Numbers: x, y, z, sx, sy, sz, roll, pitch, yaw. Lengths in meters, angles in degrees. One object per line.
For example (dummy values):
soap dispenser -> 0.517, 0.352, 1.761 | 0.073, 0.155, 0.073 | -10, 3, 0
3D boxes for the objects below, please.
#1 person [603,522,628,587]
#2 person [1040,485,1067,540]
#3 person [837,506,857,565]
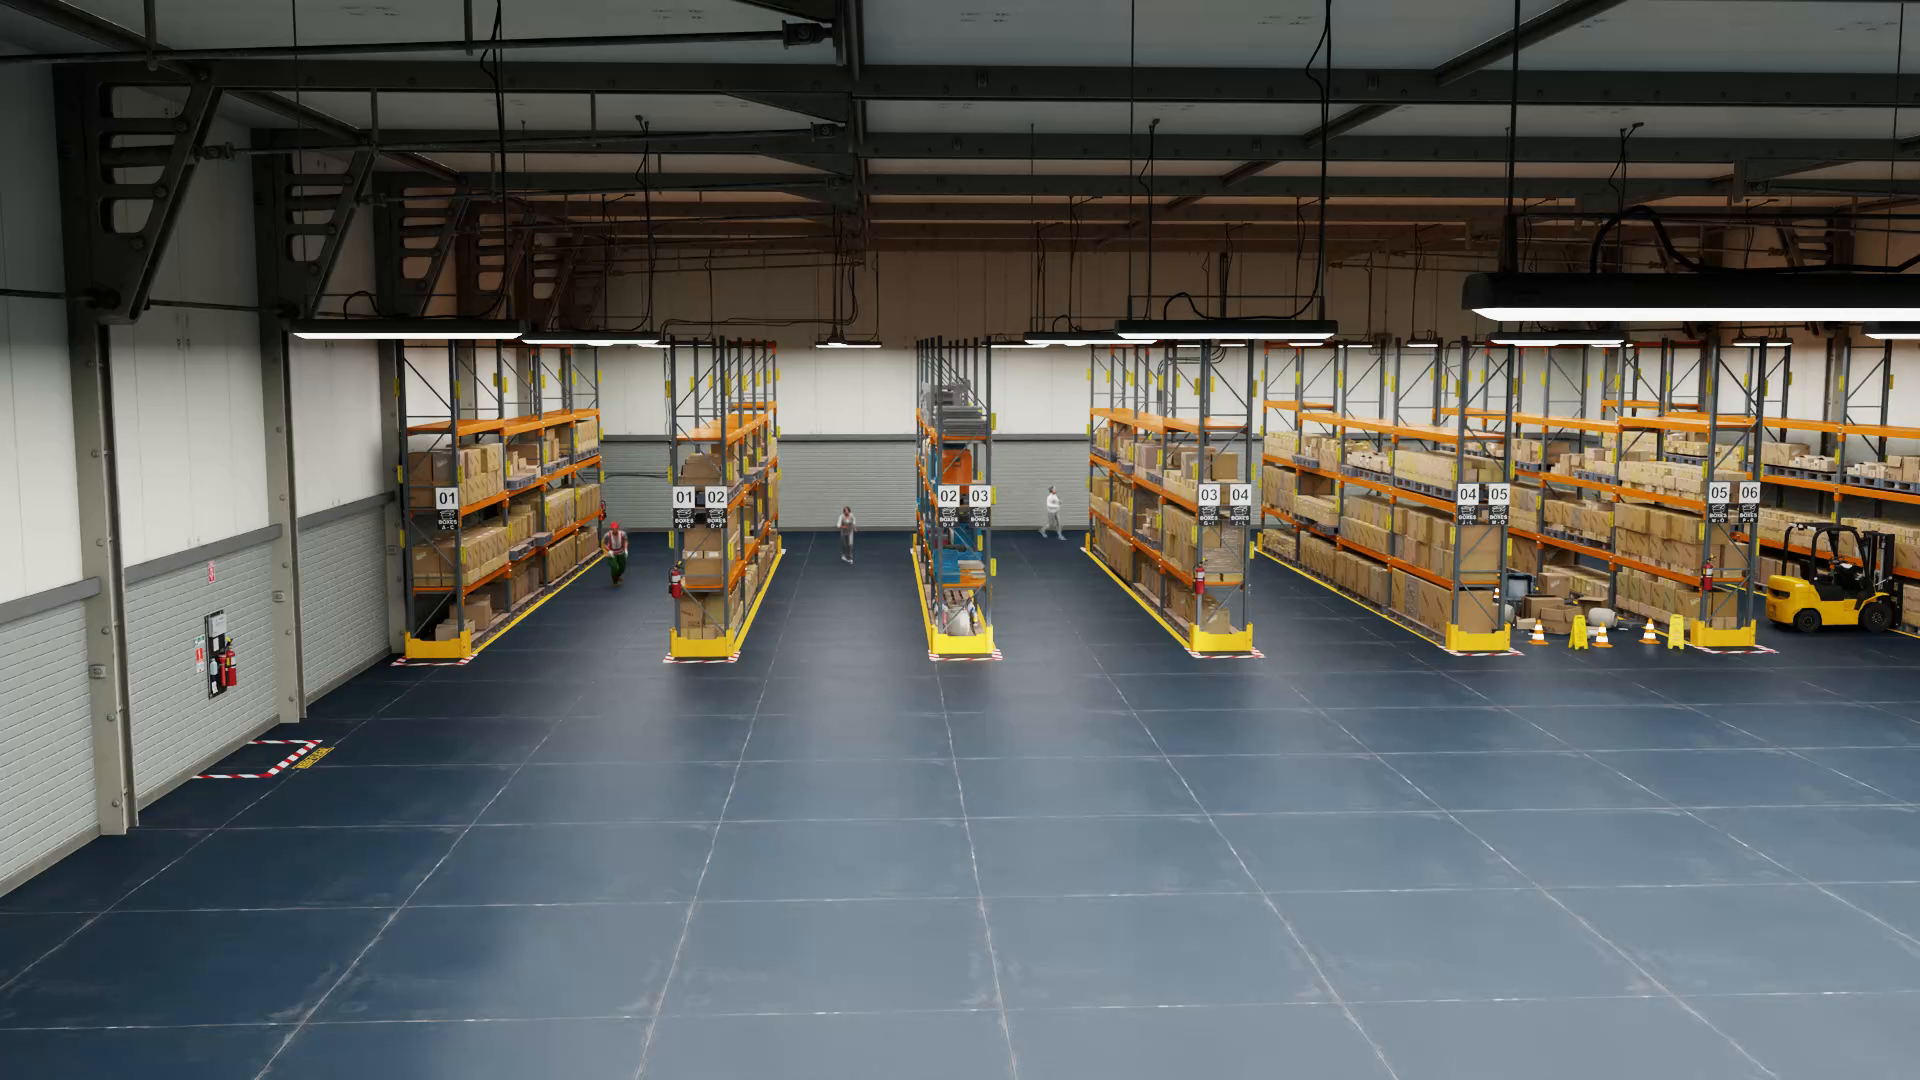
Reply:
person -> -8.366, 0.336, 40.344 | 0.636, 1.616, 0.880 | -3, 7, -27
person -> 2.793, -0.830, 50.502 | 0.865, 1.700, 0.654 | 4, 7, 28
person -> -3.059, -0.154, 44.909 | 0.545, 1.566, 0.903 | -1, 7, -11
